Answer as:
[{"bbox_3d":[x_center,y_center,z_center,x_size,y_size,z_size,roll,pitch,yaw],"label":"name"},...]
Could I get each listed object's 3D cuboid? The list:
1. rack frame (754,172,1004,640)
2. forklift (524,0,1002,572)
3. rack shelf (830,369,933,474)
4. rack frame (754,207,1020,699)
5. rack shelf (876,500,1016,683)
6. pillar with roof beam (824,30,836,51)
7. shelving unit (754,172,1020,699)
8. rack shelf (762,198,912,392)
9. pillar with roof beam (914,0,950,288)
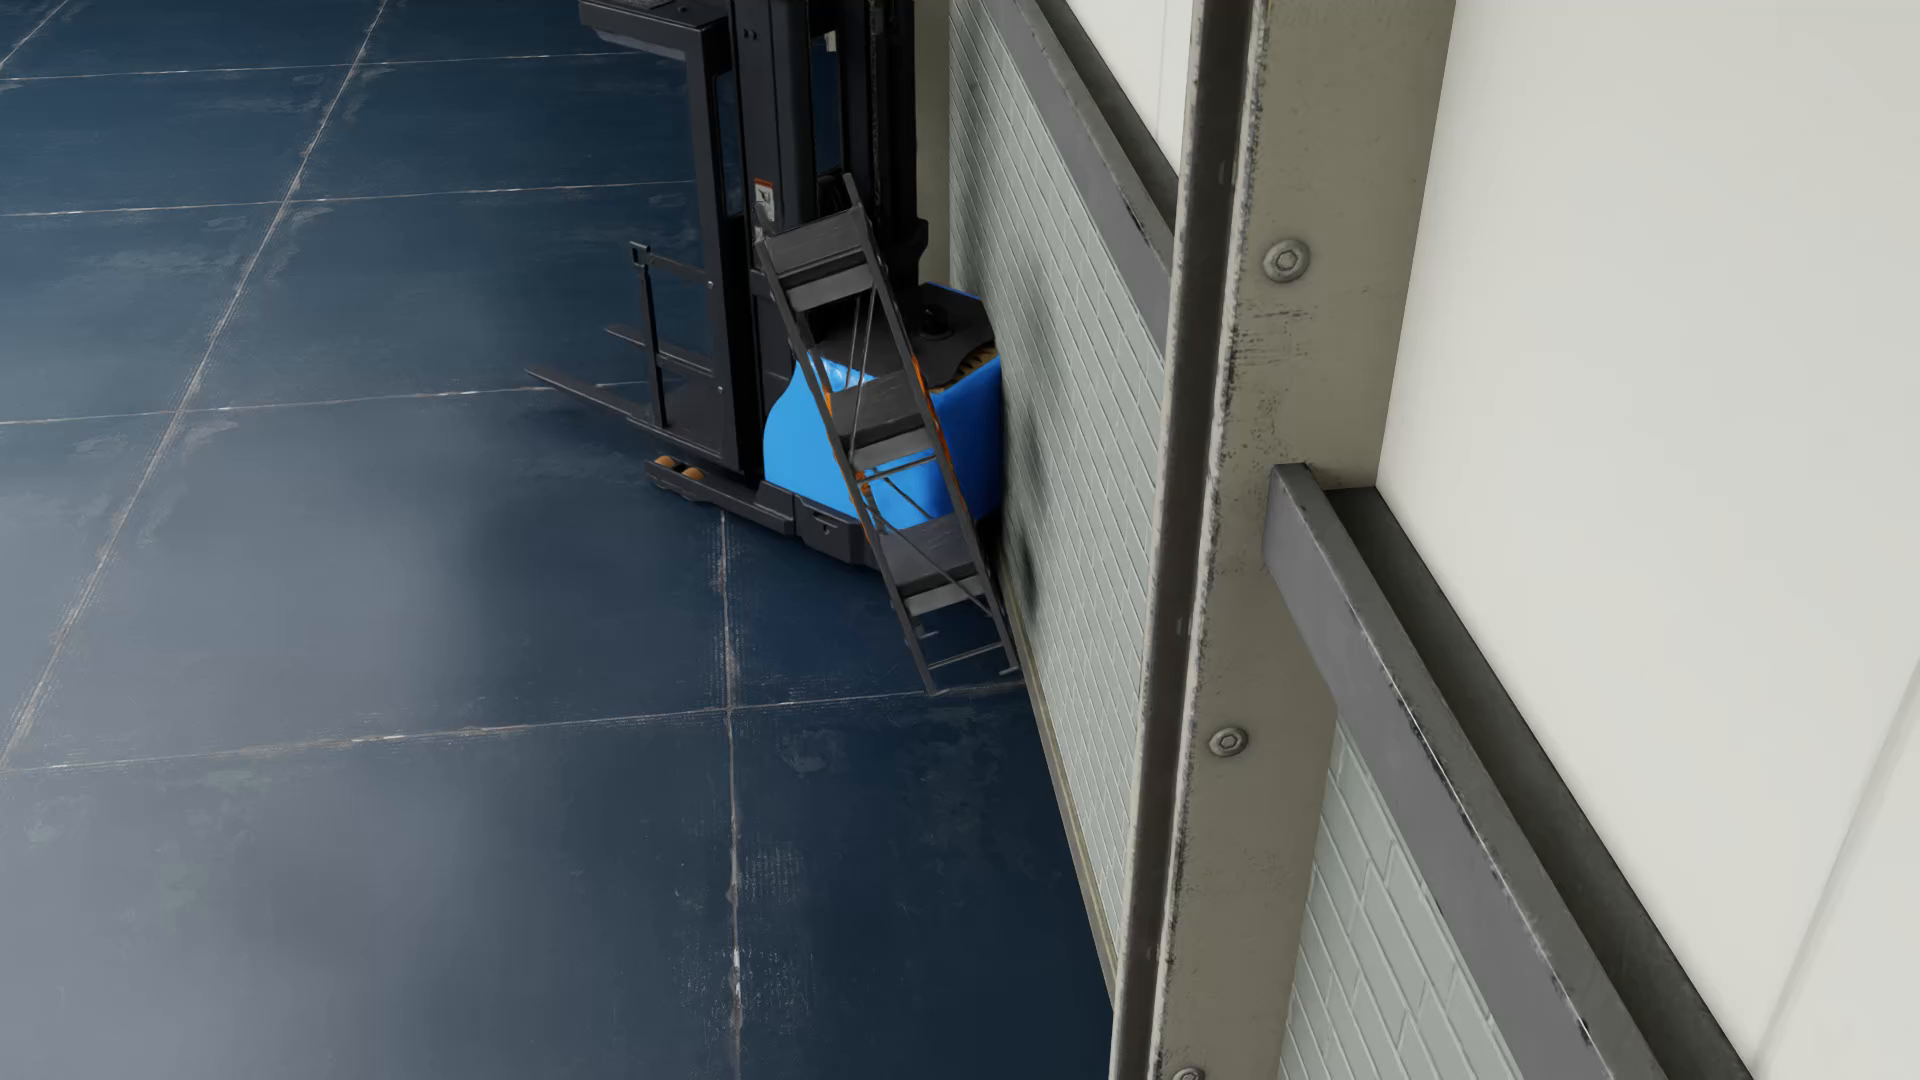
[{"bbox_3d":[-0.303,-0.491,6.971,0.400,2.100,0.015,-18,28,2],"label":"rack frame"},{"bbox_3d":[-1.014,-1.630,8.039,3.031,2.935,1.130,22,40,29],"label":"forklift"},{"bbox_3d":[-0.312,-0.484,6.698,0.368,0.174,0.457,-18,28,2],"label":"rack shelf"},{"bbox_3d":[-0.248,-0.270,6.539,0.400,2.100,0.015,-18,28,2],"label":"rack frame"},{"bbox_3d":[-0.064,0.214,7.087,0.431,0.518,0.480,-18,28,2],"label":"rack shelf"},{"bbox_3d":[-5.301,-7.776,11.670,9.100,9.000,0.400,-4,35,-6],"label":"pillar with roof beam"},{"bbox_3d":[-0.276,-0.381,6.755,0.431,2.100,0.503,-18,28,2],"label":"shelving unit"},{"bbox_3d":[-0.480,-0.953,6.436,0.431,0.518,0.480,-18,28,2],"label":"rack shelf"},{"bbox_3d":[-4.494,-4.428,6.757,9.100,9.000,0.400,-4,35,-6],"label":"pillar with roof beam"}]
